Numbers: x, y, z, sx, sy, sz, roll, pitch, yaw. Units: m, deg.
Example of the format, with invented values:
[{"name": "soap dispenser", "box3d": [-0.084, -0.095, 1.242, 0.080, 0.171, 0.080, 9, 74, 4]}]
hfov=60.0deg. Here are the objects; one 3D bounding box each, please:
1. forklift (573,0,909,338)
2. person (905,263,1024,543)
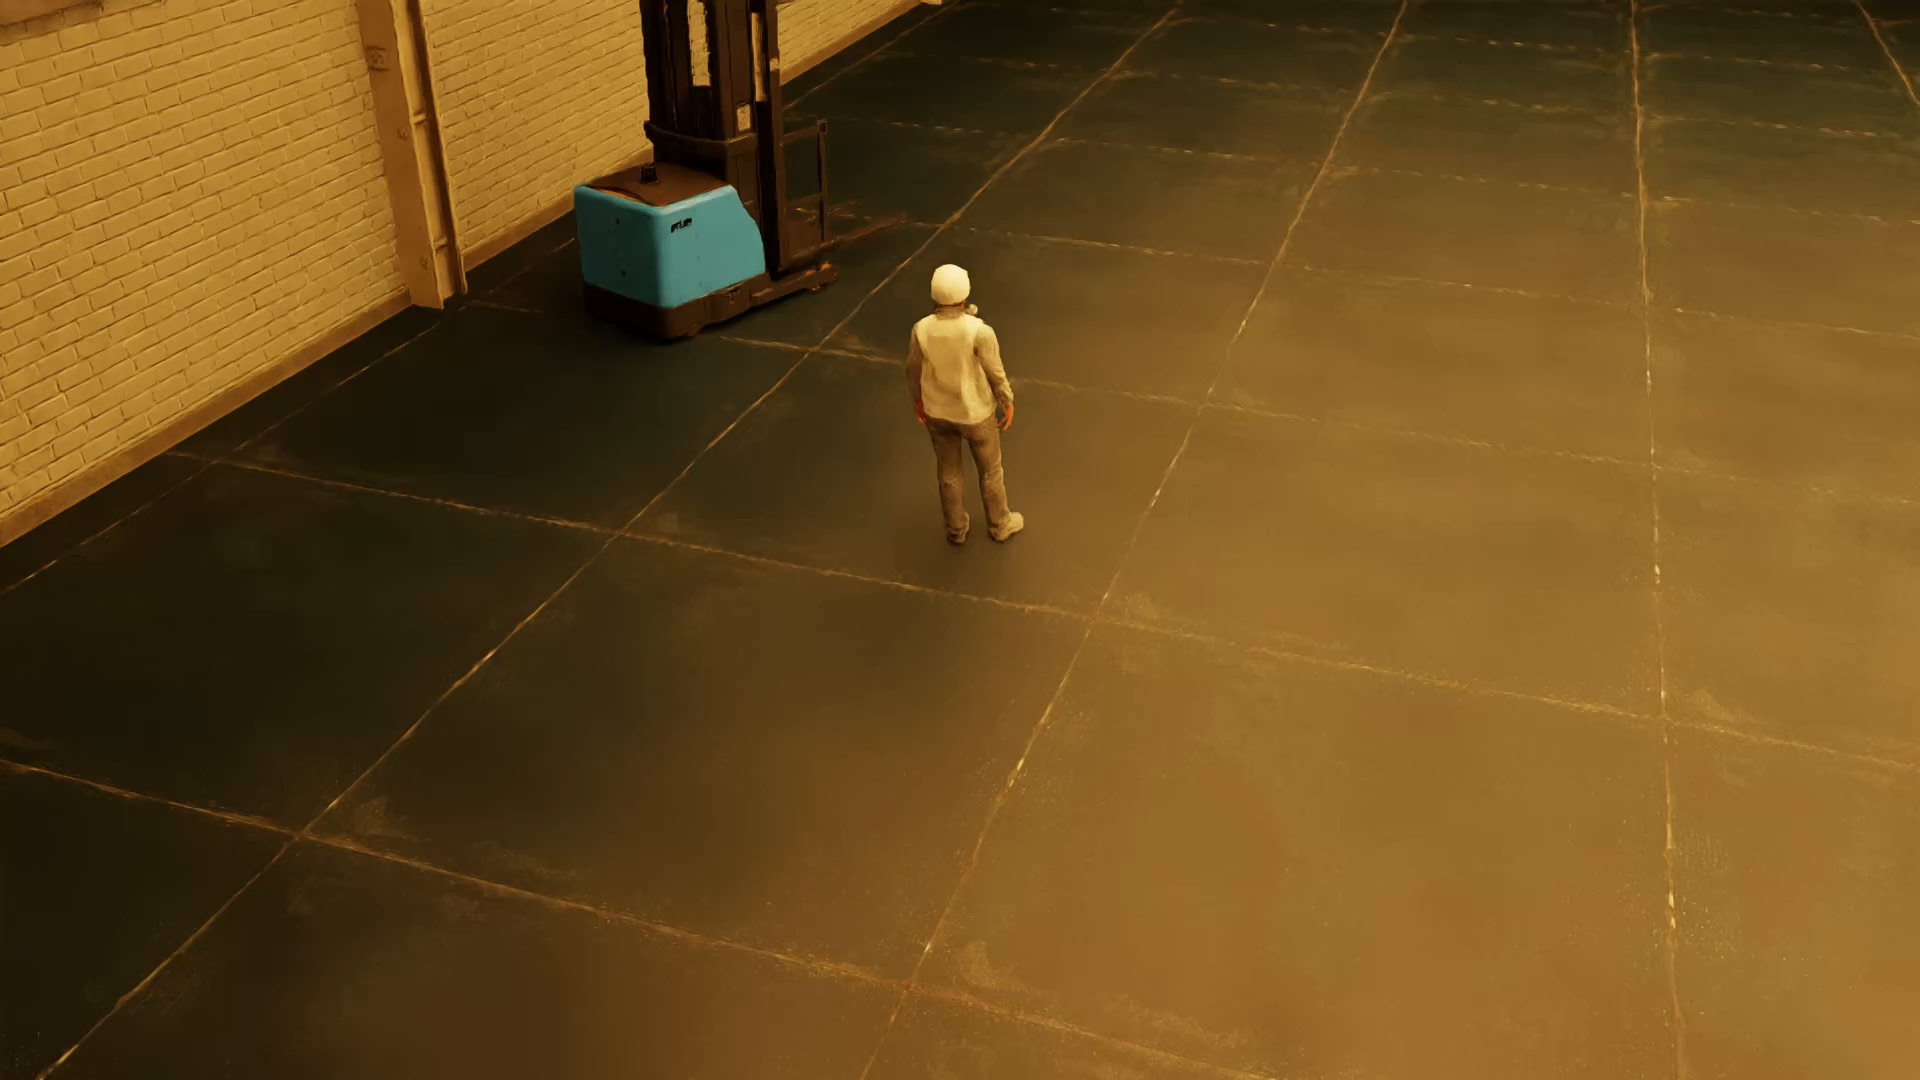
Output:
[{"name": "forklift", "box3d": [-1.660, -3.472, 13.228, 1.130, 2.935, 3.031, 22, 36, 33]}, {"name": "person", "box3d": [0.028, -0.805, 9.702, 0.632, 1.773, 0.567, 10, 31, 16]}]
